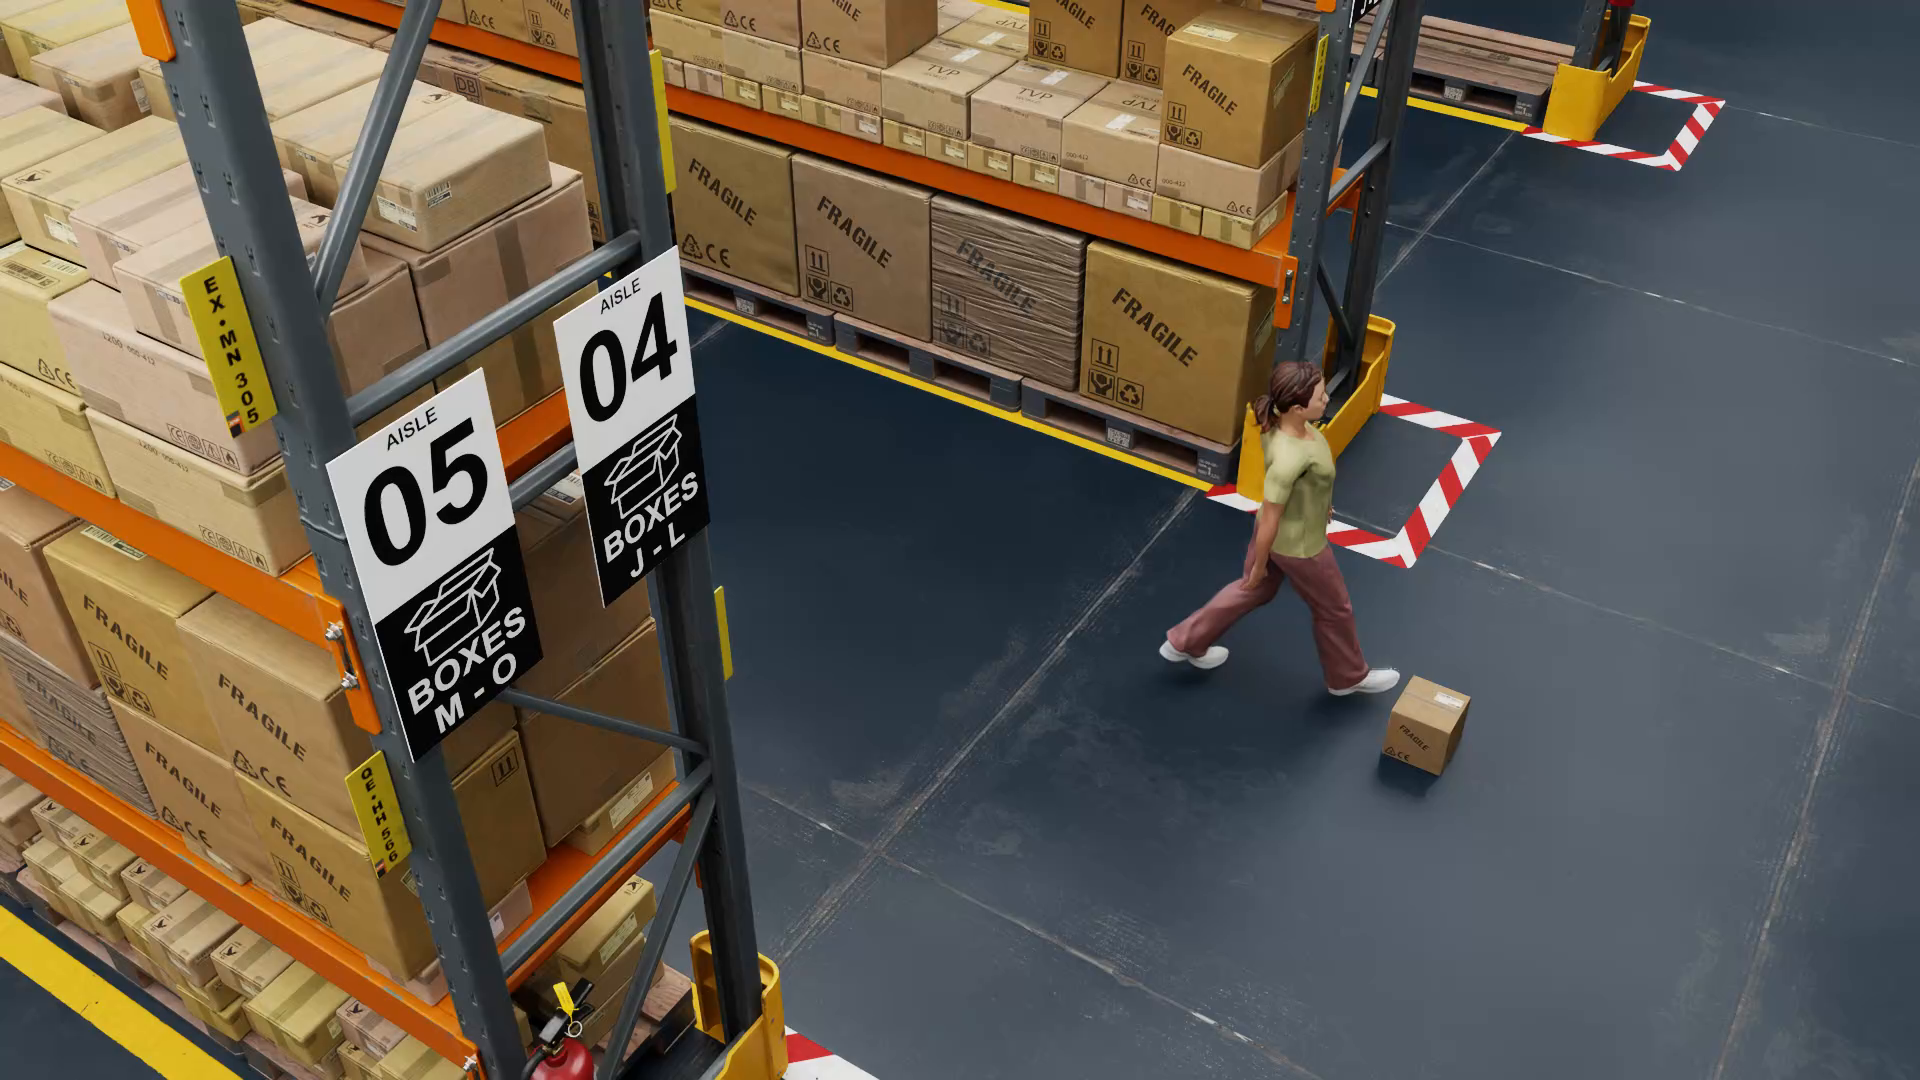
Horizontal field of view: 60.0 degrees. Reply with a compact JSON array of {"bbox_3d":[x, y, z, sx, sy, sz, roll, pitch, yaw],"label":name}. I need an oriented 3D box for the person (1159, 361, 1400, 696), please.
[{"bbox_3d":[1.365,-0.032,6.742,1.003,1.622,0.449,-2,39,-3],"label":"person"}]
